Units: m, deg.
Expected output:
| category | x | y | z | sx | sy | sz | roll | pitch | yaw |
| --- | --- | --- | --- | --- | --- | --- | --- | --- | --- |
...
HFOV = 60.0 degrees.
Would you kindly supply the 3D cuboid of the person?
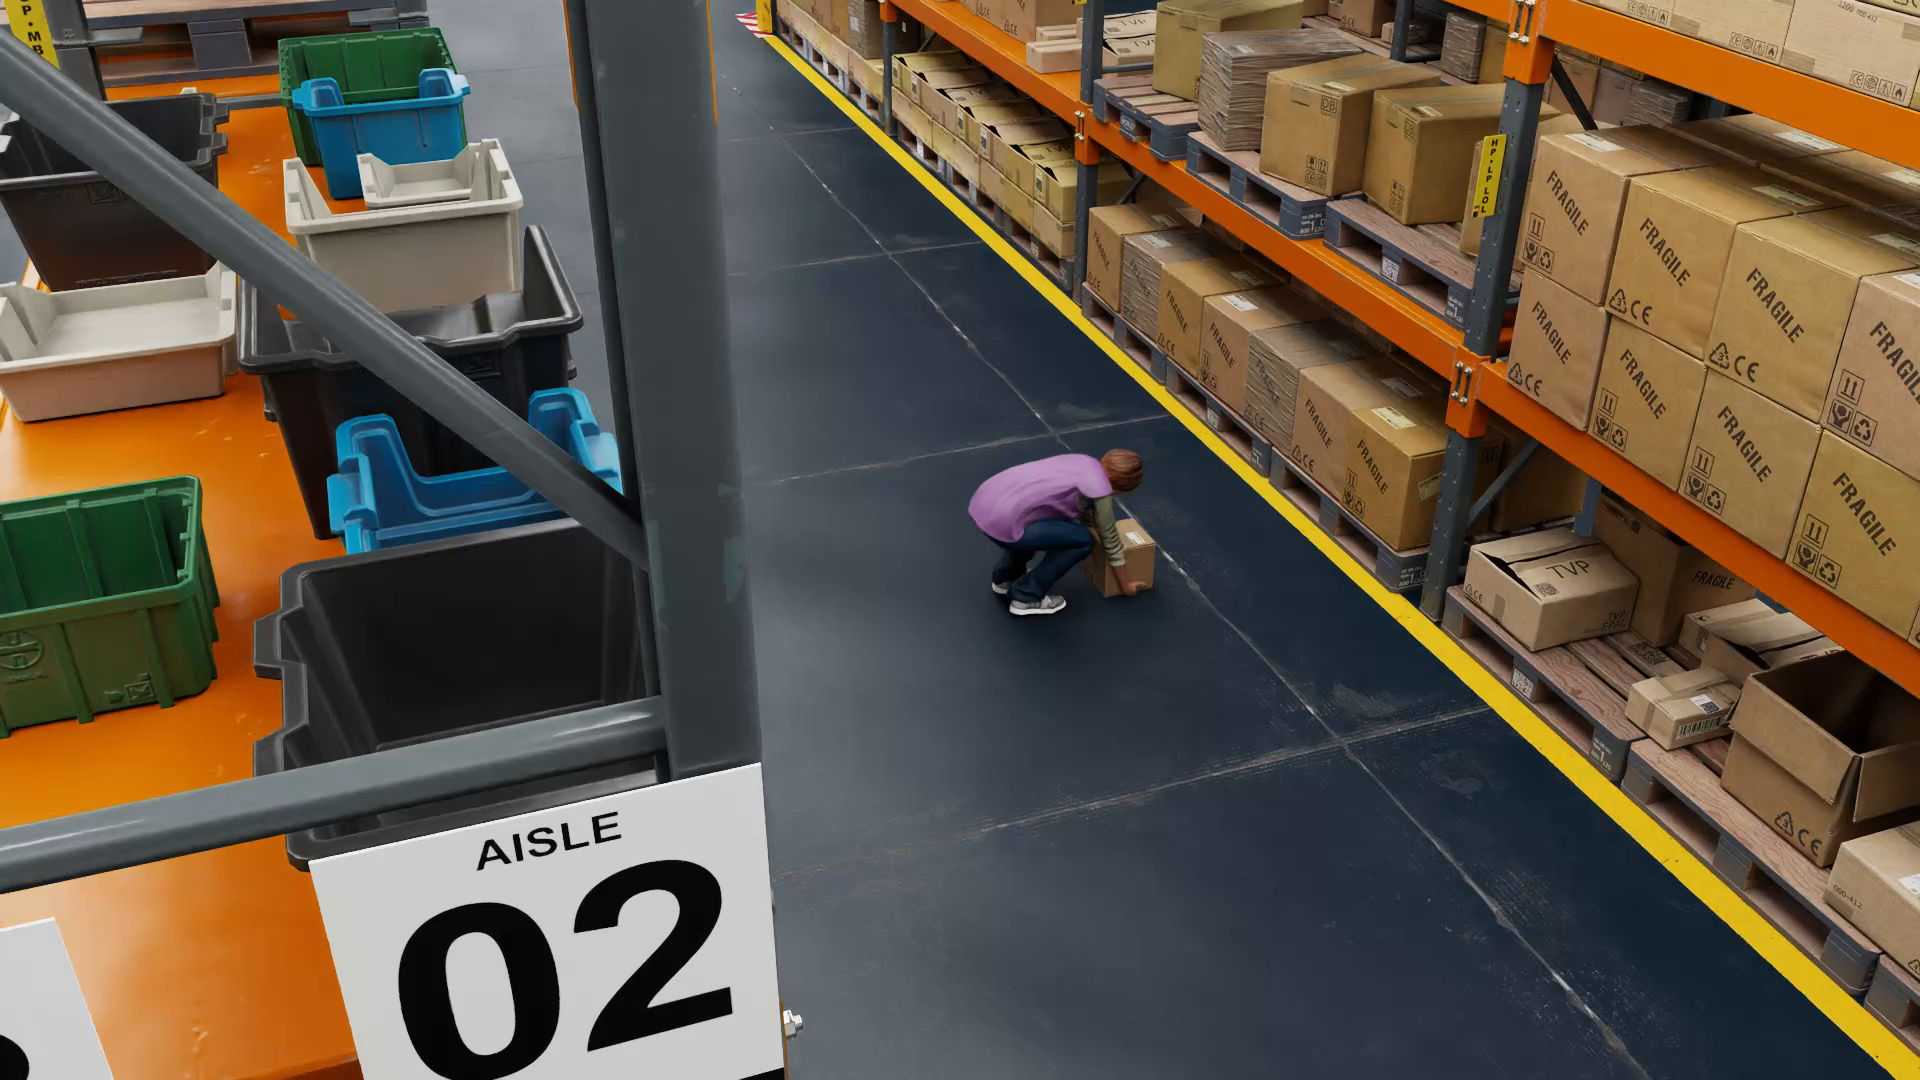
| category | x | y | z | sx | sy | sz | roll | pitch | yaw |
| --- | --- | --- | --- | --- | --- | --- | --- | --- | --- |
| person | 0.452 | -0.038 | 7.633 | 0.868 | 0.715 | 0.419 | -11 | 32 | -19 |
